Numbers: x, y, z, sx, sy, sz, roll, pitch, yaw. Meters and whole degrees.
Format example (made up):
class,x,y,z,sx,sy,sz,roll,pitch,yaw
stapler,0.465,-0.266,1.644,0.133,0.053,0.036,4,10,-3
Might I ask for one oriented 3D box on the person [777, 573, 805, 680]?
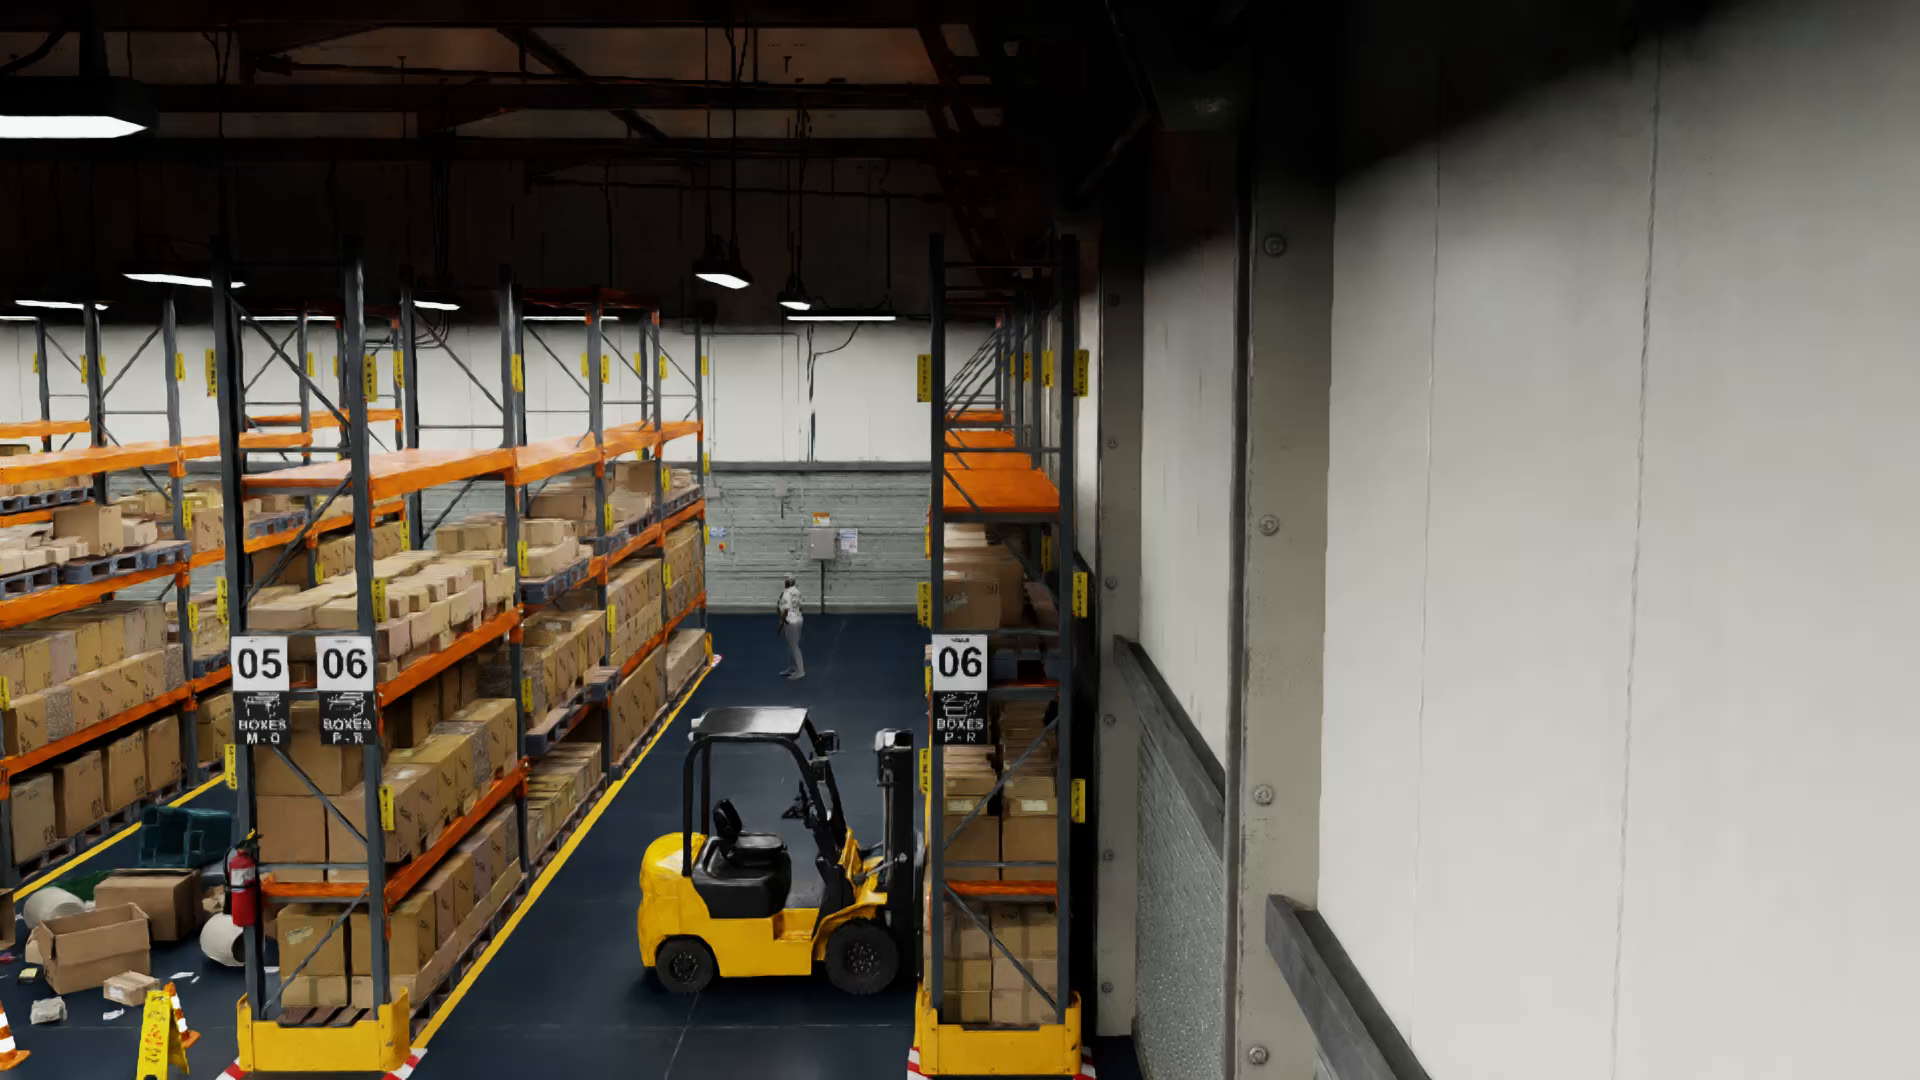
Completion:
class,x,y,z,sx,sy,sz,roll,pitch,yaw
person,-2.702,1.382,26.837,0.497,1.692,0.507,2,7,18
